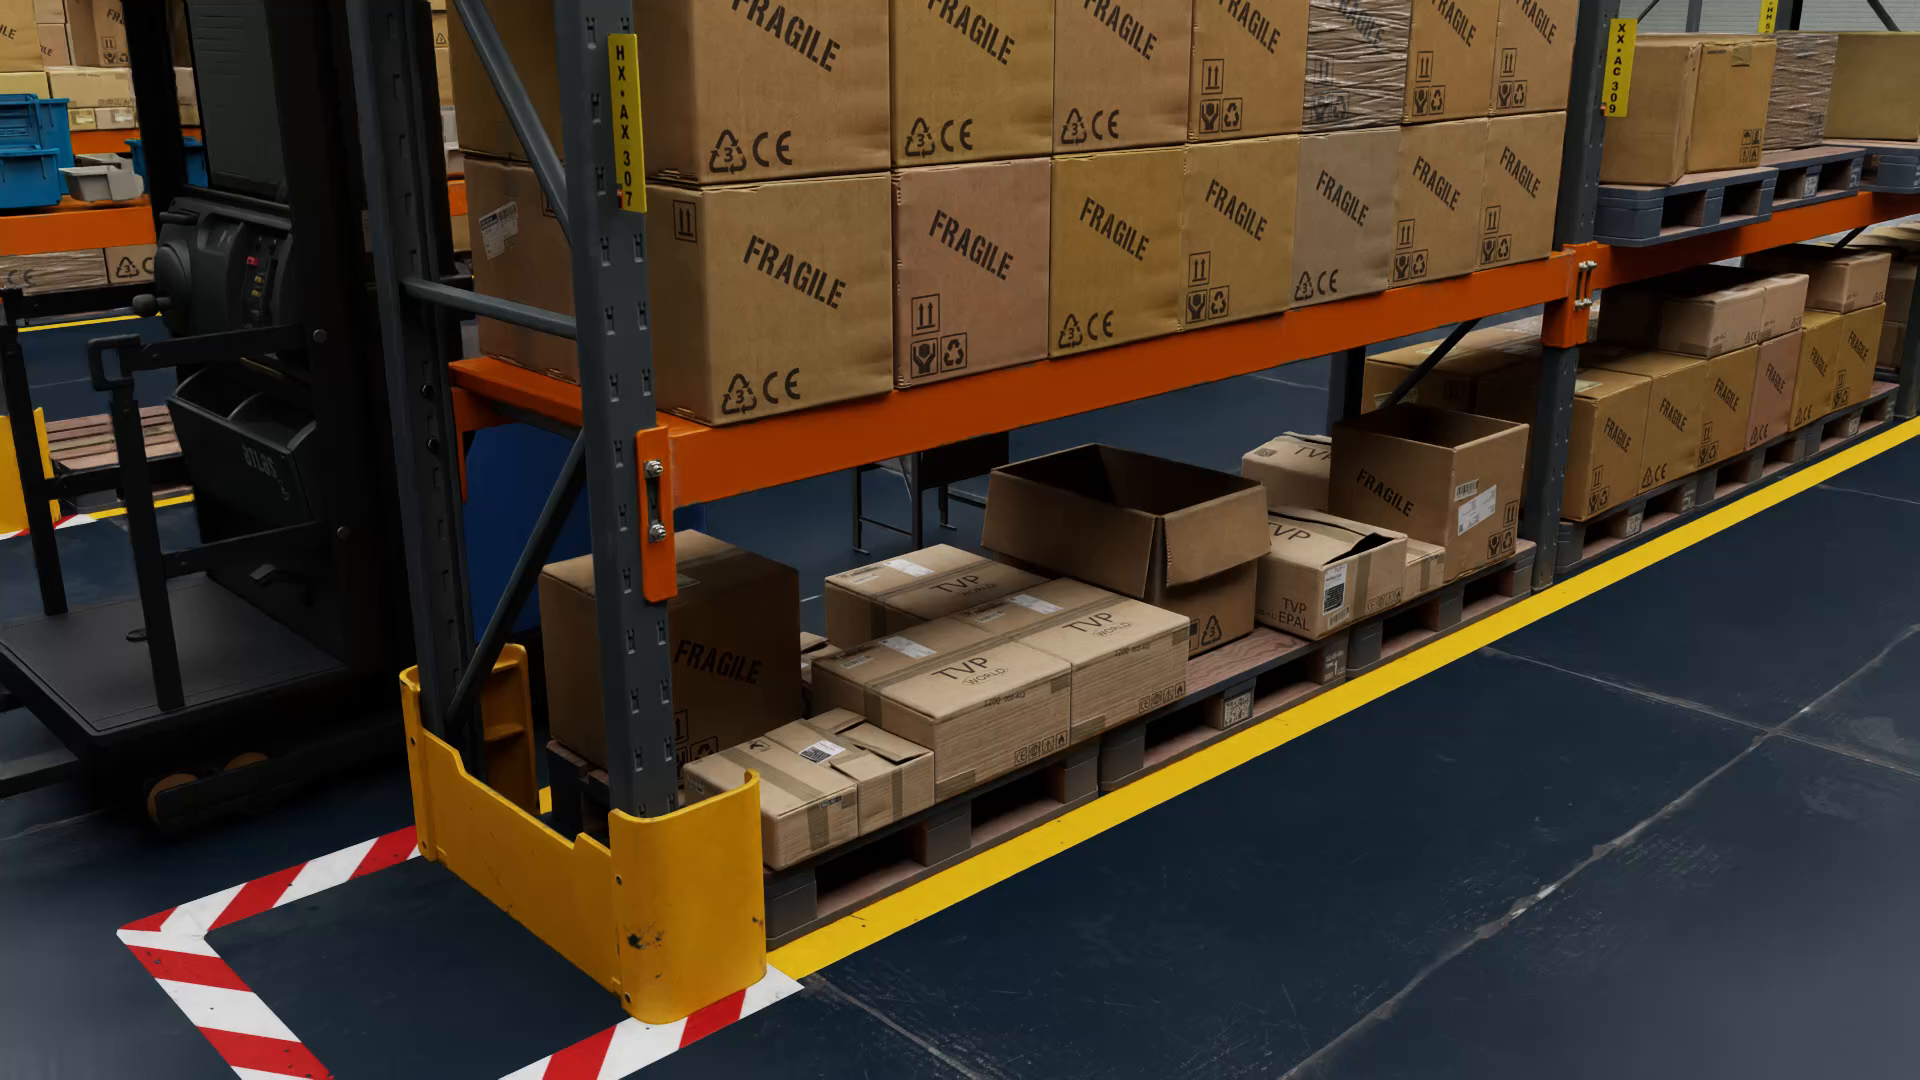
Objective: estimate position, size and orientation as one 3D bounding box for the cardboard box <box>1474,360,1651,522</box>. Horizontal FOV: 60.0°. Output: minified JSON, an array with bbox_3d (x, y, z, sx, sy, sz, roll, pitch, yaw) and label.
[{"bbox_3d":[2.421,-0.413,6.735,0.500,0.500,0.500,17,24,41],"label":"cardboard box"}]

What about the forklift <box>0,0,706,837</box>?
[{"bbox_3d":[-2.250,-0.771,4.610,3.031,2.935,1.130,-16,24,-41],"label":"forklift"}]

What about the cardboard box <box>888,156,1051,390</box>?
[{"bbox_3d":[-0.130,-0.690,4.089,0.500,0.500,0.500,-17,24,-41],"label":"cardboard box"}]

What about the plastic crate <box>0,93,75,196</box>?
[{"bbox_3d":[-4.290,-1.766,7.415,0.499,0.435,0.616,-16,24,-41],"label":"plastic crate"}]

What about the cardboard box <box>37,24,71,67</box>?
[{"bbox_3d":[-8.771,-4.612,15.702,0.500,0.500,0.500,-17,25,-42],"label":"cardboard box"}]

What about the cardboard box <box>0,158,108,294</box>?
[{"bbox_3d":[-6.737,-2.254,11.836,0.875,0.875,0.875,-16,24,-41],"label":"cardboard box"}]

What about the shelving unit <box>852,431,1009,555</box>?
[{"bbox_3d":[-0.120,-0.964,6.553,0.503,2.100,0.431,-16,24,-41],"label":"shelving unit"}]

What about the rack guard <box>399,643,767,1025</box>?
[{"bbox_3d":[-0.949,0.676,4.091,0.348,0.500,1.175,-16,24,-41],"label":"rack guard"}]

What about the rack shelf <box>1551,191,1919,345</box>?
[{"bbox_3d":[3.355,-1.427,7.688,4.000,0.370,1.077,-16,24,-41],"label":"rack shelf"}]

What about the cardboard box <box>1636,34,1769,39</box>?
[{"bbox_3d":[3.143,-1.981,7.387,0.700,0.500,0.500,11,21,30],"label":"cardboard box"}]

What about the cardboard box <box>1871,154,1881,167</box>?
[{"bbox_3d":[5.103,-2.218,9.105,0.500,0.311,0.500,-14,23,-37],"label":"cardboard box"}]

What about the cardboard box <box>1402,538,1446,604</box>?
[{"bbox_3d":[1.452,0.079,5.786,0.250,0.149,0.380,-16,24,-41],"label":"cardboard box"}]

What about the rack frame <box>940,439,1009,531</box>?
[{"bbox_3d":[0.057,-1.015,6.712,0.015,2.100,0.400,-16,24,-41],"label":"rack frame"}]

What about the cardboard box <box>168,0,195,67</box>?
[{"bbox_3d":[-5.419,-3.730,12.171,0.500,0.500,0.500,-16,24,-40],"label":"cardboard box"}]

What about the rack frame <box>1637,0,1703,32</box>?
[{"bbox_3d":[7.221,-4.999,17.538,0.127,3.000,1.000,-16,24,-41],"label":"rack frame"}]

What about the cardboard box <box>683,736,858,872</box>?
[{"bbox_3d":[-0.464,0.638,4.063,0.250,0.149,0.380,-16,24,-41],"label":"cardboard box"}]

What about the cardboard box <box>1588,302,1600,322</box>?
[{"bbox_3d":[3.161,-0.851,8.087,0.500,0.500,0.500,17,25,42],"label":"cardboard box"}]

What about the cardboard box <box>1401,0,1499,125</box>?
[{"bbox_3d":[1.342,-1.594,5.254,0.500,0.500,0.500,-17,24,-42],"label":"cardboard box"}]

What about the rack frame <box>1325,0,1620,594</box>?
[{"bbox_3d":[1.902,-1.345,6.270,0.127,3.000,1.000,-16,24,-41],"label":"rack frame"}]

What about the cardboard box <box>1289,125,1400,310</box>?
[{"bbox_3d":[0.970,-1.010,5.075,0.500,0.500,0.500,-16,24,-40],"label":"cardboard box"}]

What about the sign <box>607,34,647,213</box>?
[{"bbox_3d":[-0.632,-0.788,3.147,0.005,0.325,0.100,-16,24,-41],"label":"sign"}]

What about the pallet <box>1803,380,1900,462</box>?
[{"bbox_3d":[4.240,-0.716,8.852,1.213,0.211,1.003,-16,24,-41],"label":"pallet"}]

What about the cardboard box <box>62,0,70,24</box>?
[{"bbox_3d":[-8.392,-5.203,15.904,0.500,0.500,0.500,17,24,42],"label":"cardboard box"}]

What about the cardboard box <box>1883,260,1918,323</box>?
[{"bbox_3d":[5.391,-1.396,9.296,0.500,0.311,0.500,-15,23,-39],"label":"cardboard box"}]

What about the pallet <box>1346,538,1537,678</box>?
[{"bbox_3d":[1.402,0.127,6.252,1.213,0.211,1.003,-16,24,-41],"label":"pallet"}]

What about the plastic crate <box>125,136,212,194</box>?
[{"bbox_3d":[-3.521,-1.675,7.462,0.300,0.233,0.416,-16,24,-41],"label":"plastic crate"}]

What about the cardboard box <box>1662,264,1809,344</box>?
[{"bbox_3d":[3.512,-1.088,7.601,0.500,0.250,0.500,-17,24,-42],"label":"cardboard box"}]

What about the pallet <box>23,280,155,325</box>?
[{"bbox_3d":[-6.394,-1.836,12.305,1.213,0.211,1.003,-16,24,-41],"label":"pallet"}]

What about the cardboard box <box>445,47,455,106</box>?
[{"bbox_3d":[-4.031,-3.762,13.561,0.500,0.500,0.500,-16,24,-41],"label":"cardboard box"}]

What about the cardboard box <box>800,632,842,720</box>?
[{"bbox_3d":[-0.423,0.405,4.753,0.250,0.166,0.380,-16,24,-41],"label":"cardboard box"}]

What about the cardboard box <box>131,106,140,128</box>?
[{"bbox_3d":[-5.831,-3.036,11.892,0.250,0.149,0.380,-17,24,-42],"label":"cardboard box"}]

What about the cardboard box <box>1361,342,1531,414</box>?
[{"bbox_3d":[2.064,-0.534,7.108,0.500,0.500,0.500,-16,24,-41],"label":"cardboard box"}]

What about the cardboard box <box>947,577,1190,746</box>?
[{"bbox_3d":[0.312,0.338,4.824,0.500,0.250,0.500,-16,24,-41],"label":"cardboard box"}]

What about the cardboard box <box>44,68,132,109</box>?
[{"bbox_3d":[-6.157,-3.159,11.624,0.500,0.250,0.500,-17,24,-42],"label":"cardboard box"}]

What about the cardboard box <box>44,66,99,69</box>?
[{"bbox_3d":[-6.524,-3.277,11.990,0.500,0.250,0.500,-16,24,-41],"label":"cardboard box"}]

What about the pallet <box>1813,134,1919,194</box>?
[{"bbox_3d":[4.364,-1.942,8.422,1.003,0.211,1.213,-16,24,-41],"label":"pallet"}]

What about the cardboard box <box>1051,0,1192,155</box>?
[{"bbox_3d":[0.241,-1.273,4.264,0.500,0.500,0.500,-16,24,-40],"label":"cardboard box"}]

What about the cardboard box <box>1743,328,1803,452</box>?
[{"bbox_3d":[3.537,-0.740,7.743,0.500,0.500,0.500,17,24,42],"label":"cardboard box"}]

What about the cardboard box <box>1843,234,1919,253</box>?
[{"bbox_3d":[5.762,-1.735,10.341,0.500,0.311,0.500,-16,24,-41],"label":"cardboard box"}]

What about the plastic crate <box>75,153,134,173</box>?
[{"bbox_3d":[-3.937,-1.725,7.771,0.243,0.136,0.396,-16,24,-41],"label":"plastic crate"}]

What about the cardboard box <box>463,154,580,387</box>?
[{"bbox_3d":[-0.866,-0.701,4.121,0.500,0.500,0.500,-15,23,-39],"label":"cardboard box"}]
